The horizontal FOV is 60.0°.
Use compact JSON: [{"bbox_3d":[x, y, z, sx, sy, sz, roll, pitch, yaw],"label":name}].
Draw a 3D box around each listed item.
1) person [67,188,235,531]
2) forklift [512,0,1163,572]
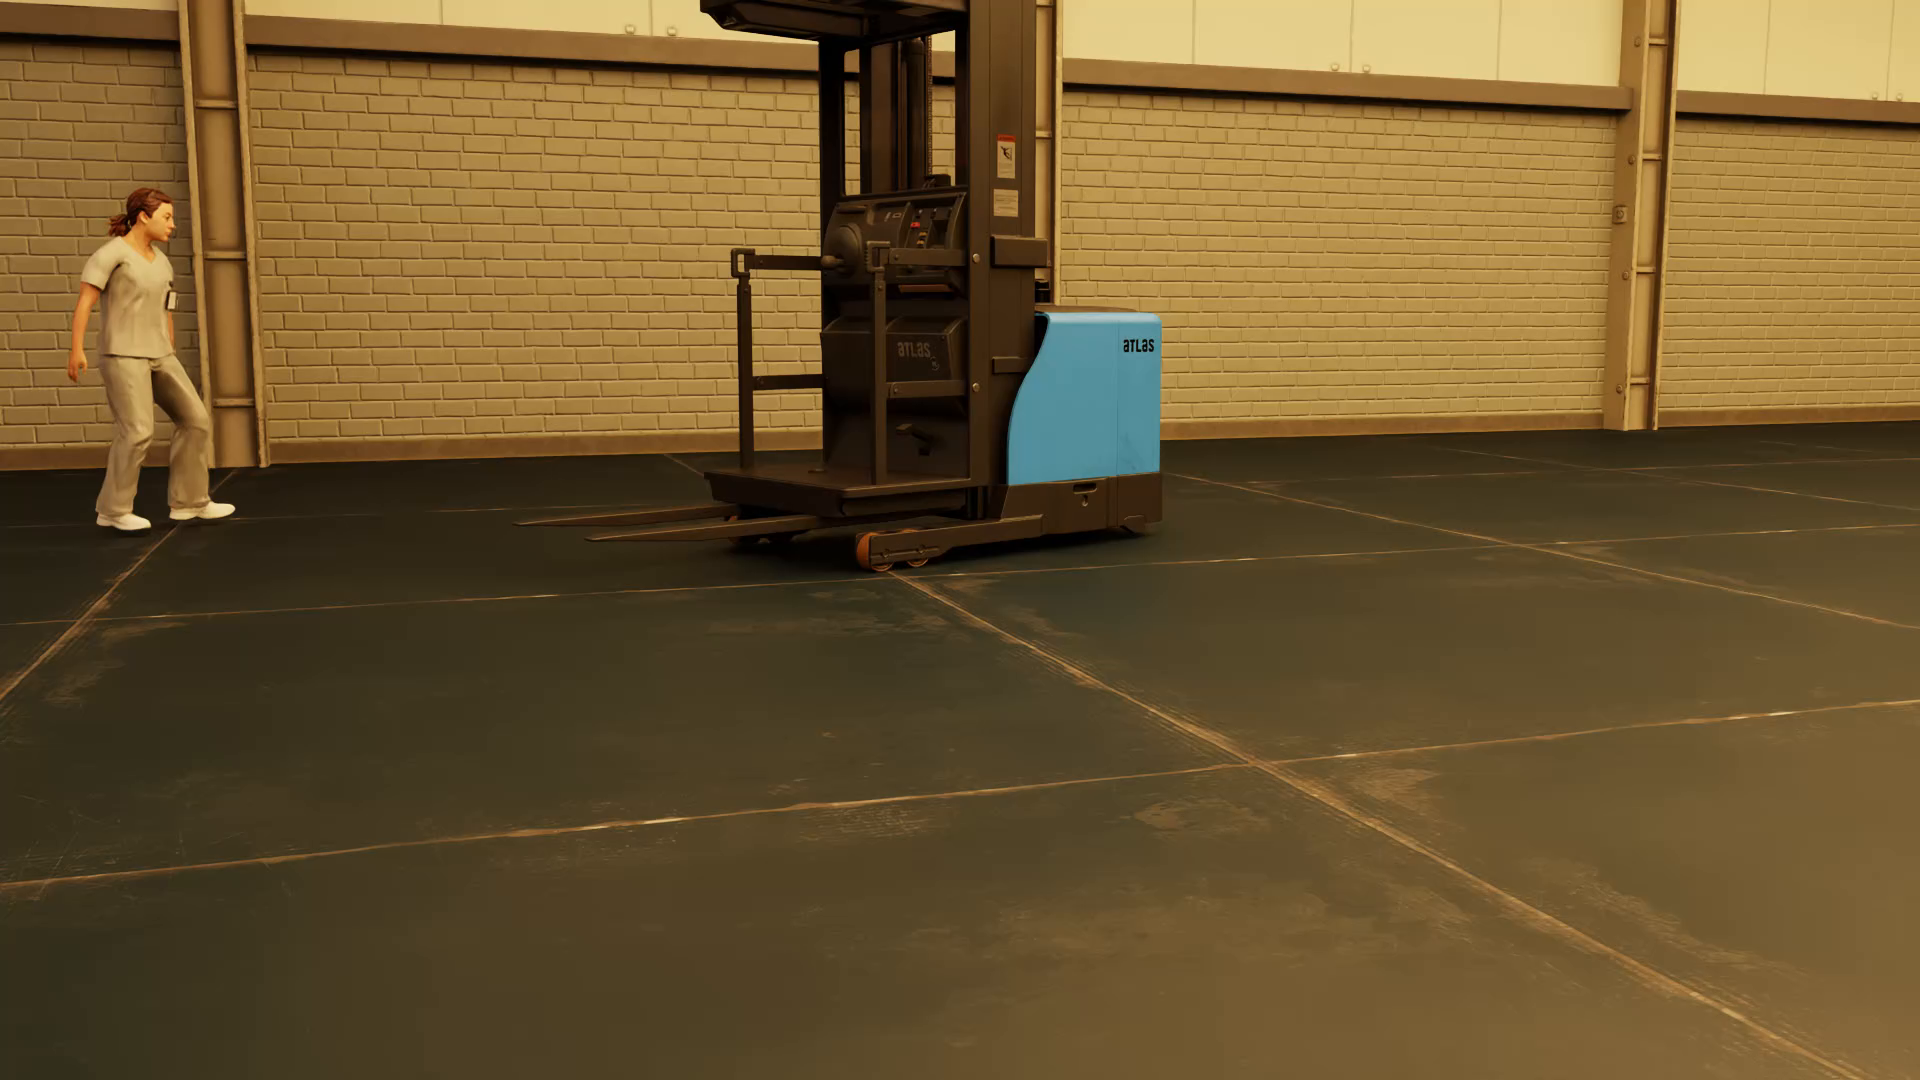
[{"bbox_3d":[-3.981,-0.881,8.095,0.392,1.638,0.788,2,8,16],"label":"person"},{"bbox_3d":[-0.461,-1.399,7.333,3.031,2.935,1.130,-7,10,-40],"label":"forklift"}]
